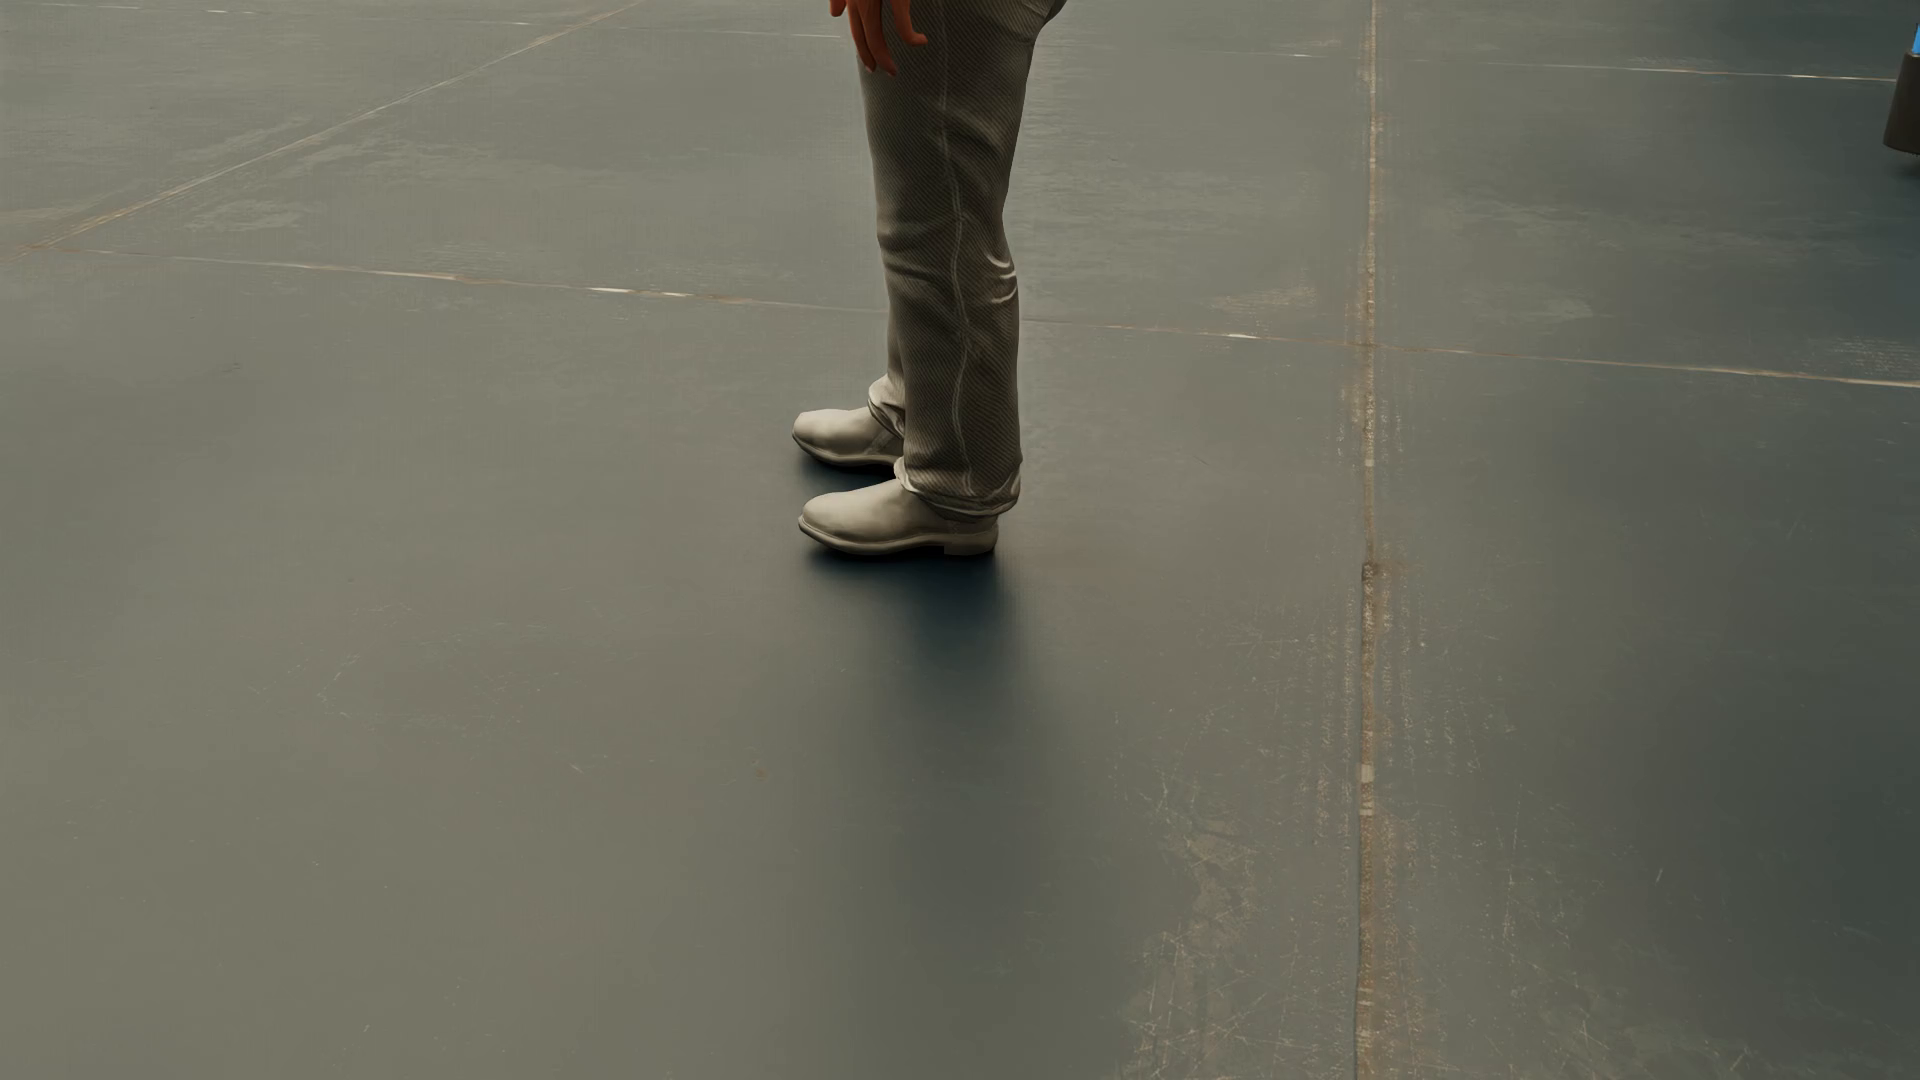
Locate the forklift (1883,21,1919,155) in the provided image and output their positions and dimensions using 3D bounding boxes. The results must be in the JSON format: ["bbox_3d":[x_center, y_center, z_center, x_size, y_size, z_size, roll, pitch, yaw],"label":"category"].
[{"bbox_3d":[3.976,-2.465,4.132,3.031,2.935,1.130,-16,31,-28],"label":"forklift"}]

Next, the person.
[{"bbox_3d":[-0.062,-0.806,2.117,0.562,1.770,0.634,6,27,11],"label":"person"}]
